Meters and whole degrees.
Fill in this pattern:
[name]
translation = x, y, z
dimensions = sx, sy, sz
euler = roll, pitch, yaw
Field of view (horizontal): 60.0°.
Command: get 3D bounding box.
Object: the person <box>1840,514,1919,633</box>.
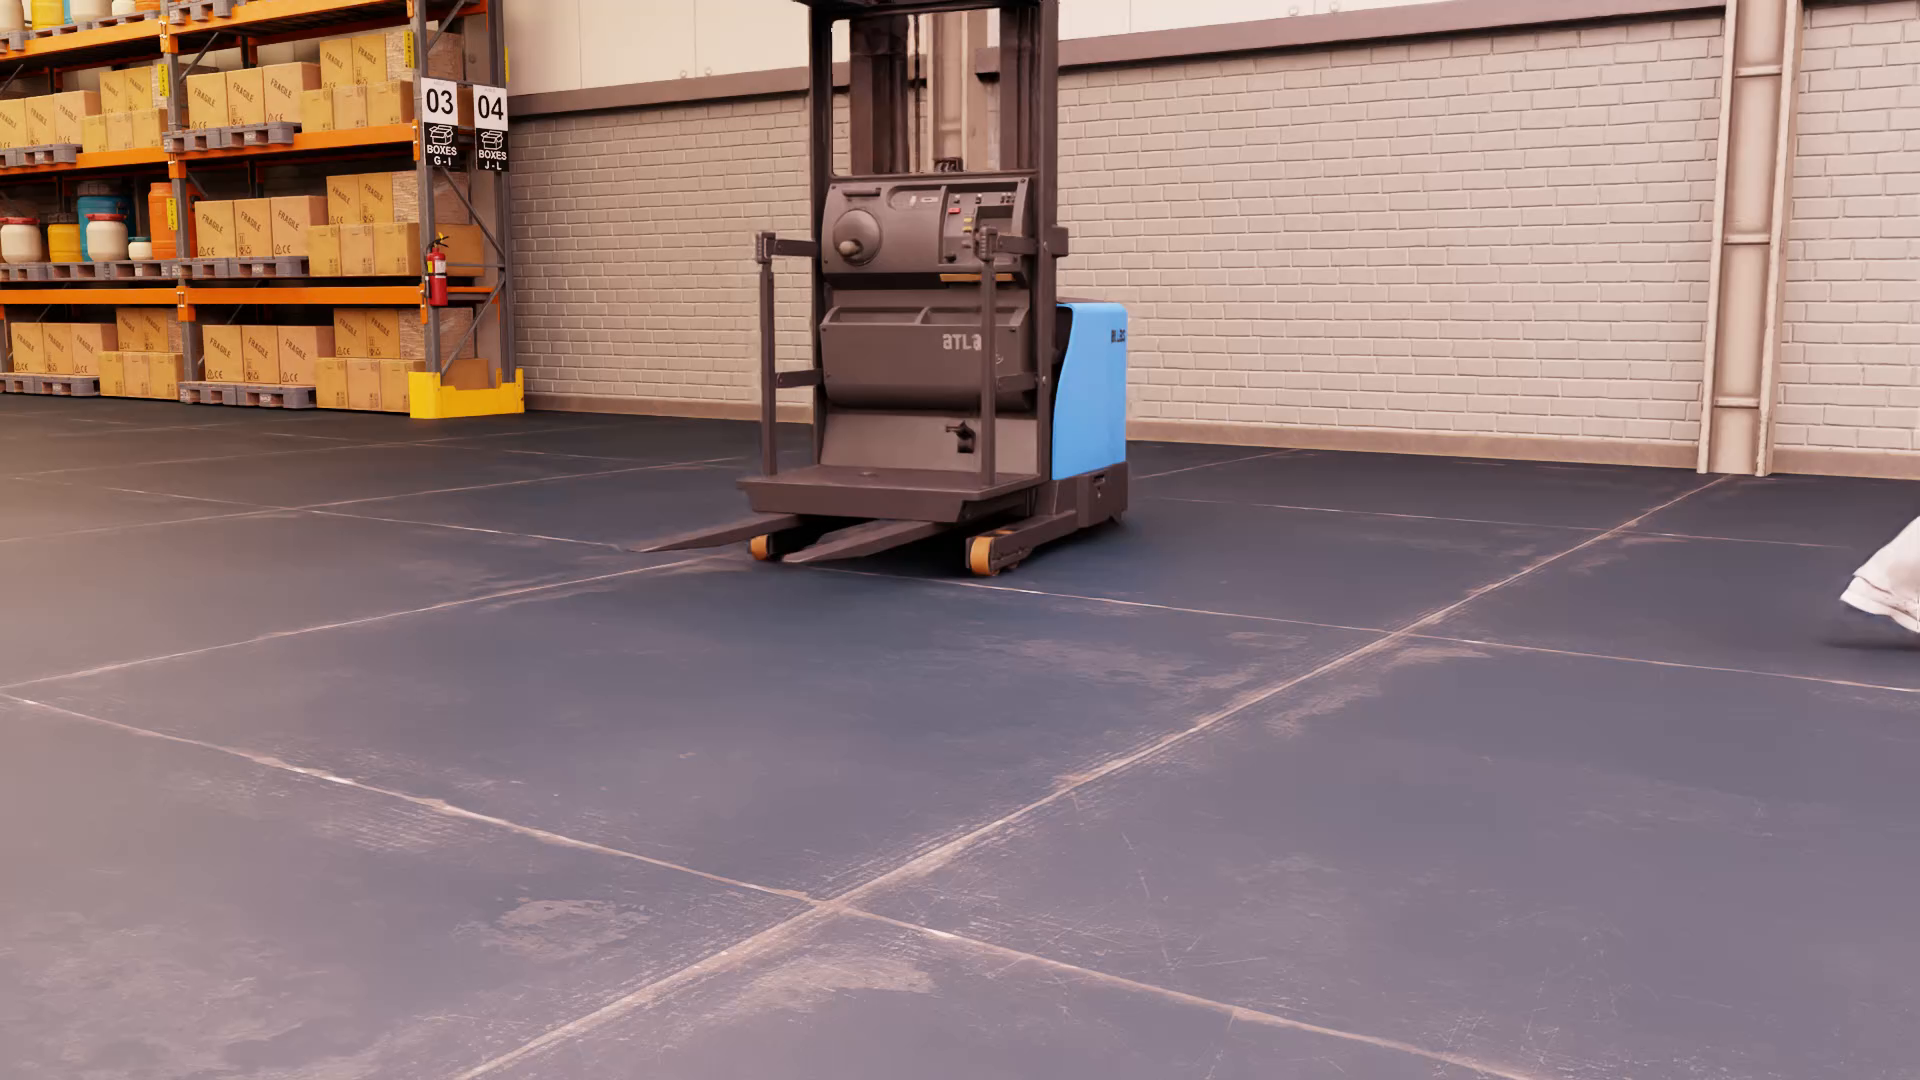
[person]
translation = 3.123, -0.503, 4.931
dimensions = 0.782, 1.761, 0.948
euler = 2, 8, 15

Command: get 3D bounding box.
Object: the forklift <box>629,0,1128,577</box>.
[forklift]
translation = -0.237, -1.371, 6.837
dimensions = 1.130, 2.935, 3.031
euler = 4, 9, 23
